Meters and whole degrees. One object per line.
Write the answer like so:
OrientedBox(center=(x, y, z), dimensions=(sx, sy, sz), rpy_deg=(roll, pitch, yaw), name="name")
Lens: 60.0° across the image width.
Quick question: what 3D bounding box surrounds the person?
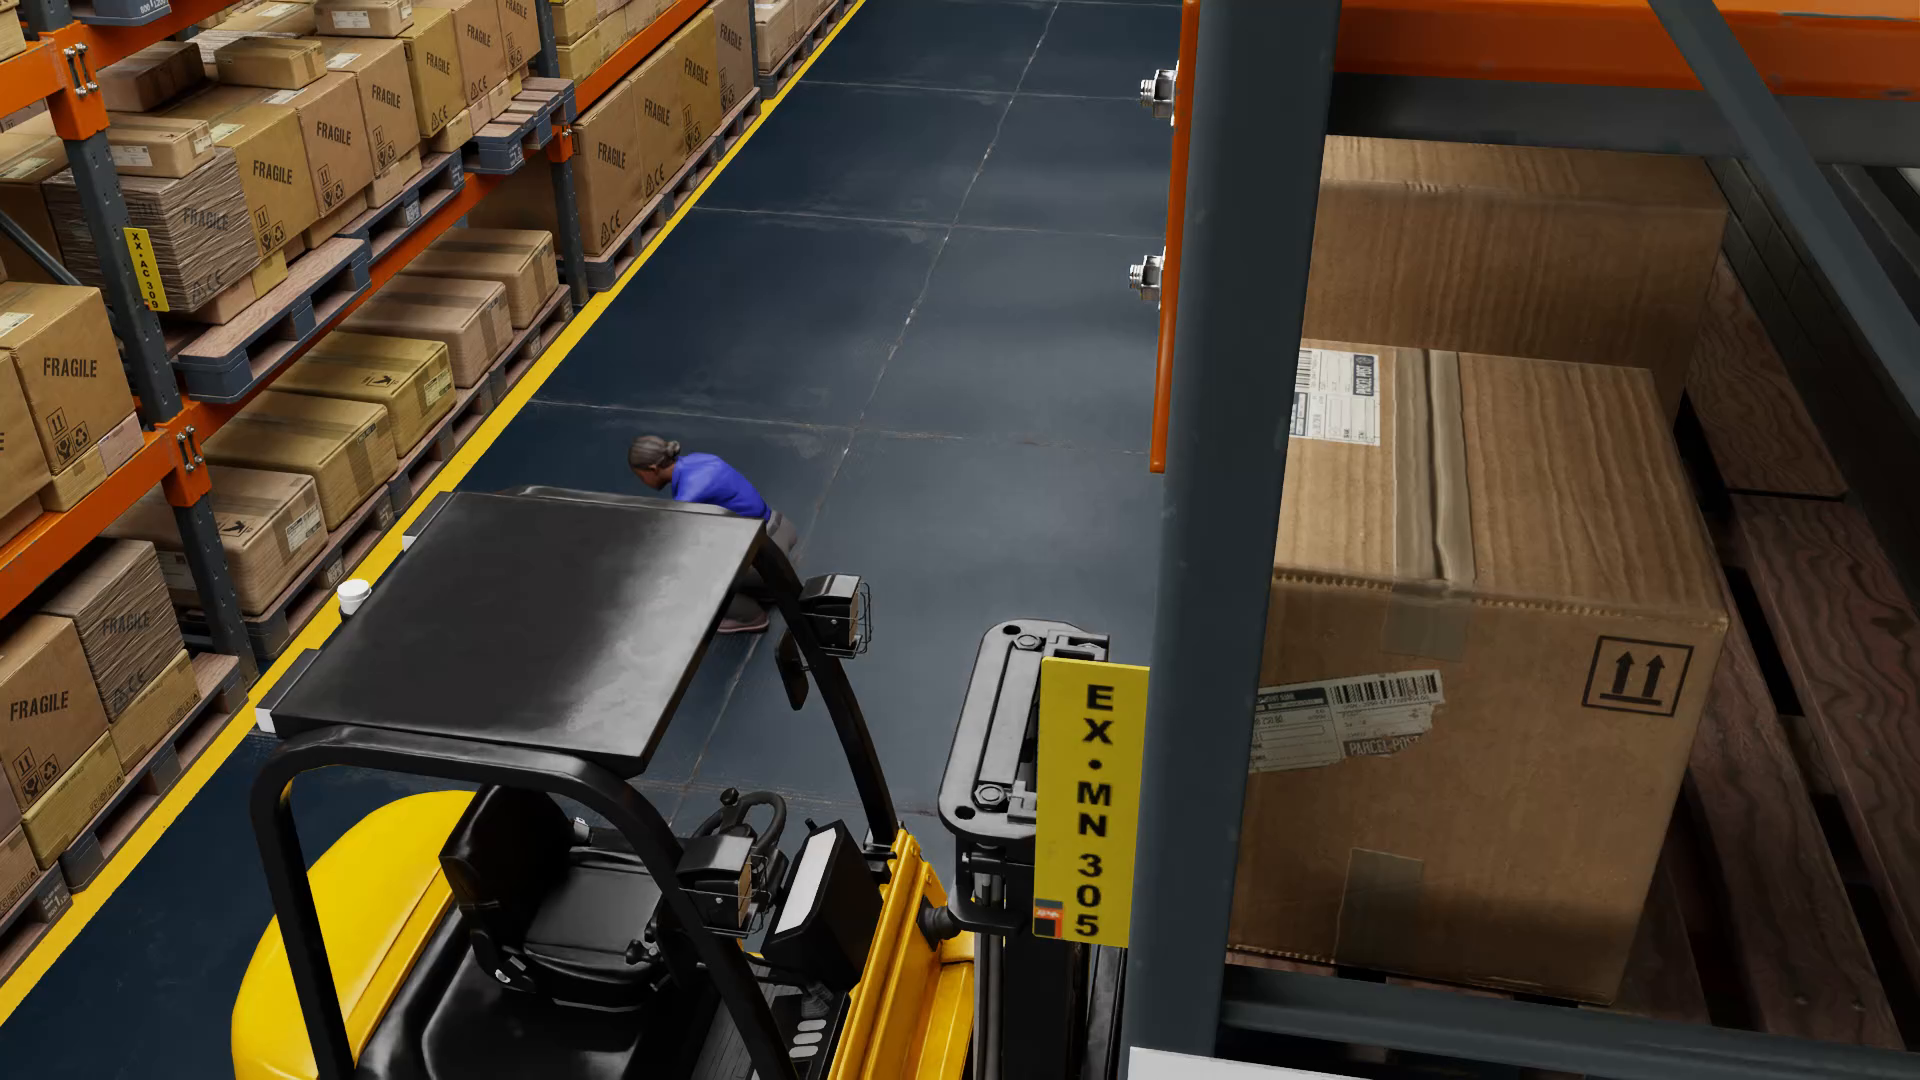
OrientedBox(center=(-1.143, -0.065, 7.439), dimensions=(0.814, 0.928, 0.496), rpy_deg=(5, 33, 8), name="person")
